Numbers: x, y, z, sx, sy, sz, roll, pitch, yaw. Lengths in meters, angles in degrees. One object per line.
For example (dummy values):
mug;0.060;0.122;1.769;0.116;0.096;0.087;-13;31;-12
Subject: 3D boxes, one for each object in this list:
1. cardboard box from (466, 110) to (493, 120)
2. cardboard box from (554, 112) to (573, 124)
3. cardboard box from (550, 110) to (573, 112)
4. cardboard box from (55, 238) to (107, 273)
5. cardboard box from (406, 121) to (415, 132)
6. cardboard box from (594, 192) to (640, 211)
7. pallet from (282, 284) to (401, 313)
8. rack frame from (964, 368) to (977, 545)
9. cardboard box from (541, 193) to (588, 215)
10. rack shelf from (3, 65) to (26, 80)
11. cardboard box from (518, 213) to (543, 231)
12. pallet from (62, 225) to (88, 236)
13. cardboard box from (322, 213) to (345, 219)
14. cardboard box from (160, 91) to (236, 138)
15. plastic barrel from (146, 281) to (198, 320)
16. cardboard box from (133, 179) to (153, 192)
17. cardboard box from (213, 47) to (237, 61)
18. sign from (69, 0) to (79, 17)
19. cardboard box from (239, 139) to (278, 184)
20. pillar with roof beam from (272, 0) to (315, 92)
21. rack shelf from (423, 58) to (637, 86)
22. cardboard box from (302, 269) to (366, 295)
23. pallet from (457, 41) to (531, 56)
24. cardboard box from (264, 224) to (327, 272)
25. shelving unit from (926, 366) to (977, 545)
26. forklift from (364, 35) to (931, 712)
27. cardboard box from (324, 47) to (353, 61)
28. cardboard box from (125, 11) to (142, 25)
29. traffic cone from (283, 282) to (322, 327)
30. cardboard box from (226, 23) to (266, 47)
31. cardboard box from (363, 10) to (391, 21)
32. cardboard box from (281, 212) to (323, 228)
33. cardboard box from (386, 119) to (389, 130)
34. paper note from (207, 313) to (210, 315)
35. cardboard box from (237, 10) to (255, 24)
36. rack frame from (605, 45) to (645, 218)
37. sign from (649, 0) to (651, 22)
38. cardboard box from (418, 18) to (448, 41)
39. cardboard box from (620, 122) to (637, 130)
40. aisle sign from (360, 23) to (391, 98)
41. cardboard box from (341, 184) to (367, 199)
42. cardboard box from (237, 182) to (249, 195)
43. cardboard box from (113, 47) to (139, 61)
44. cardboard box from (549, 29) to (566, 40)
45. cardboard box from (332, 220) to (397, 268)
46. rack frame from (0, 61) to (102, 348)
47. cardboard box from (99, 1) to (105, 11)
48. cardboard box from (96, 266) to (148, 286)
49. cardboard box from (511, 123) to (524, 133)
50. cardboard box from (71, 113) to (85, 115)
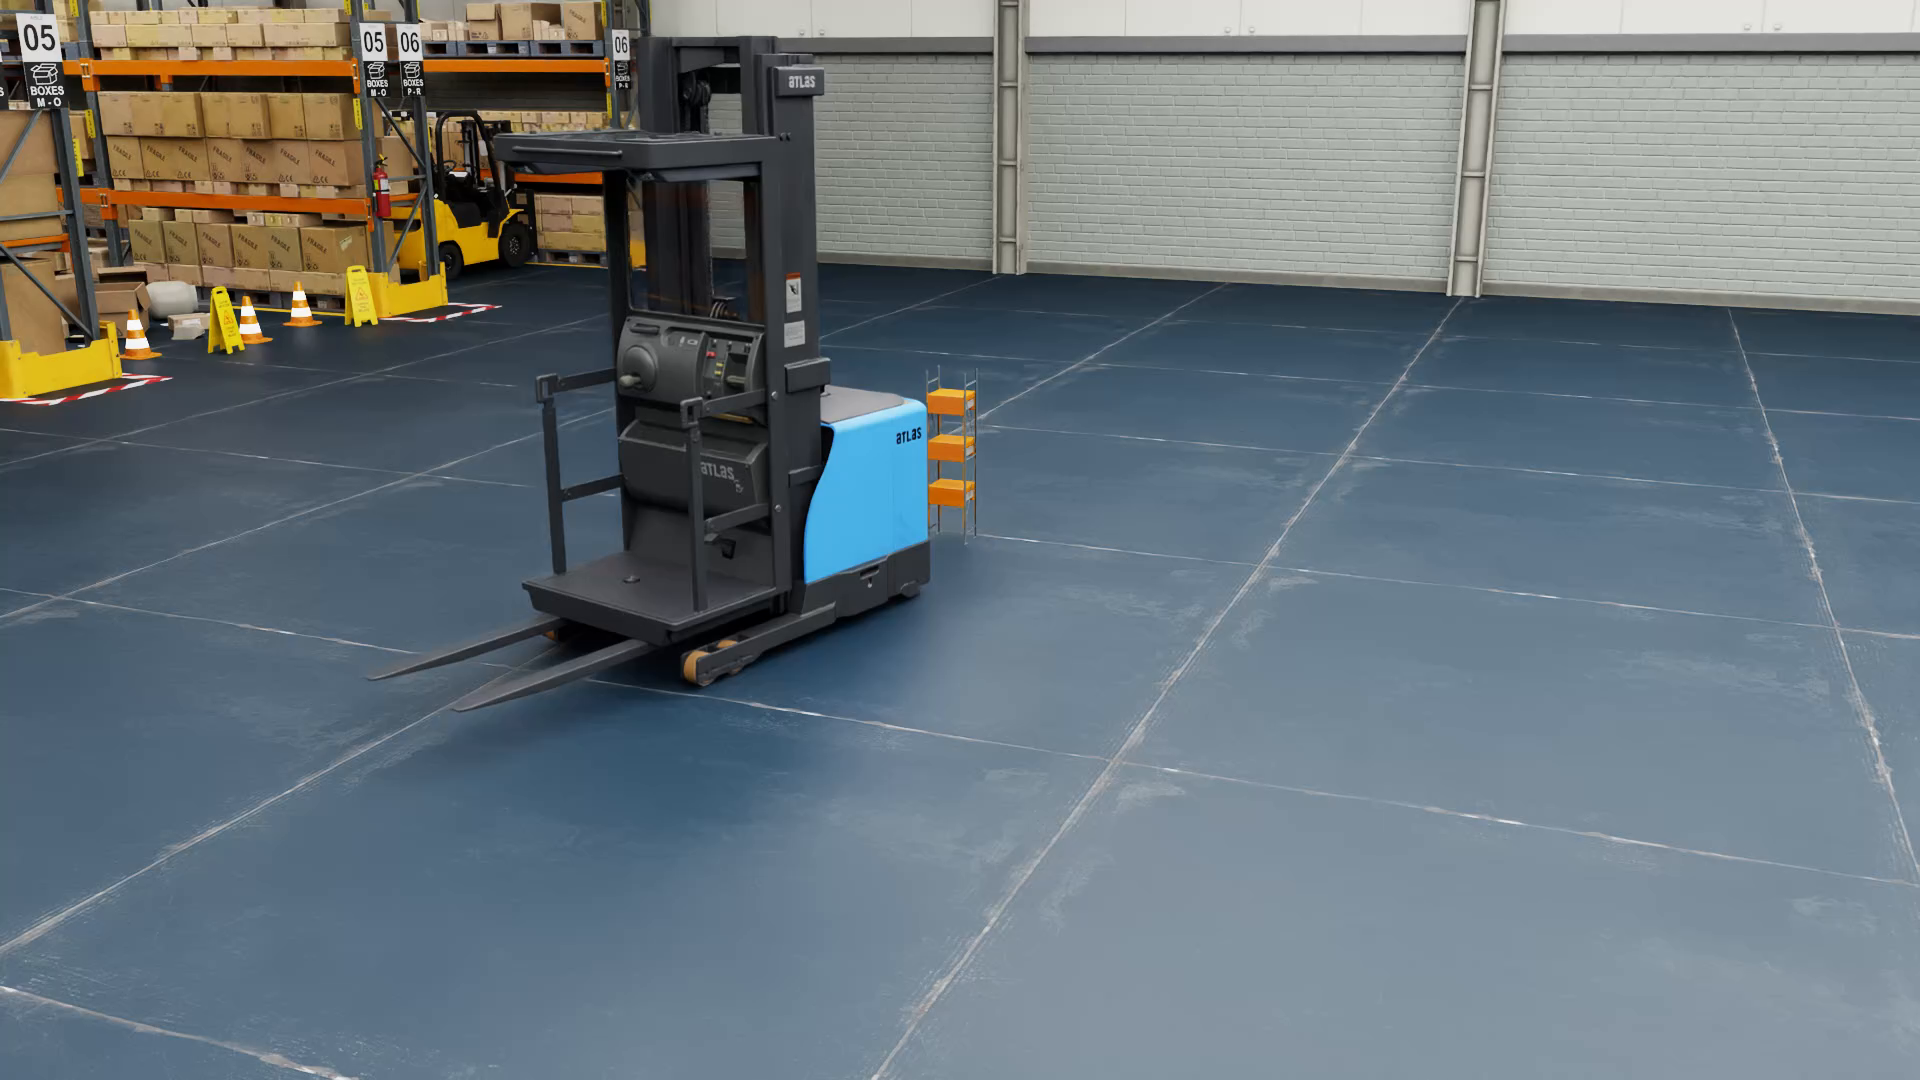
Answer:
cardboard box;-6.889;-6.099;23.925;0.250;0.149;0.380;6;17;20
cardboard box;-5.488;-5.929;23.341;0.250;0.149;0.380;7;17;22
cardboard box;-5.778;-6.109;23.959;0.250;0.149;0.380;7;18;22
cardboard box;-11.281;-3.595;21.136;0.625;0.372;0.950;7;18;24
cardboard box;-7.862;-6.050;24.289;0.250;0.149;0.380;7;17;22
cardboard box;-4.961;-4.868;23.945;0.500;0.250;0.500;6;17;20
pallet;-7.214;-2.881;19.719;1.213;0.211;1.003;6;17;21
rack frame;0.064;-0.497;10.003;0.008;1.050;0.200;6;17;21
cardboard box;-5.603;-4.786;23.665;0.500;0.250;0.500;7;17;22
rack shelf;-9.983;-4.126;14.915;4.000;0.370;1.077;6;17;21
cardboard box;-6.101;-4.599;23.918;0.500;0.250;0.500;6;17;19
pallet;-14.975;-5.223;27.786;1.213;0.211;1.003;6;17;21
cardboard box;-9.512;-5.010;25.558;0.625;0.625;0.875;6;17;20
cardboard box;-8.868;-4.983;19.451;0.500;0.500;0.700;6;17;19
plastic barrel;-8.878;-2.702;18.720;0.512;0.421;0.421;-9;18;-27
cardboard box;-9.692;-4.281;19.990;0.250;0.149;0.380;7;18;22
cardboard box;-8.280;-5.550;18.980;0.250;0.149;0.380;6;17;20
sign;-10.322;-6.263;19.353;0.005;0.325;0.100;6;17;21
cardboard box;-7.935;-4.400;19.235;0.500;0.500;0.500;6;17;20
pillar with roof beam;-12.061;-8.091;21.904;0.400;9.000;9.100;6;17;21
rack shelf;-6.443;-6.708;23.808;4.000;0.370;1.077;6;17;21
cardboard box;-7.274;-3.017;19.364;0.500;0.250;0.500;6;17;20
pallet;-6.370;-7.009;23.716;1.213;0.211;1.003;6;17;21
cardboard box;-7.728;-3.428;19.436;0.500;0.500;0.500;7;18;23
shelving unit;-0.050;-0.510;10.046;0.252;1.050;0.215;6;17;21
forklift;-1.447;-0.875;7.929;1.130;2.935;3.031;12;20;35
cardboard box;-6.835;-5.404;18.478;0.250;0.149;0.380;6;17;21
cardboard box;-9.454;-6.067;19.332;0.250;0.149;0.380;6;17;19
traffic cone;-7.274;-2.611;18.339;0.334;0.463;0.336;6;17;21
cardboard box;-7.927;-5.718;18.843;0.500;0.250;0.500;7;18;22
cardboard box;-6.656;-5.912;18.799;0.250;0.149;0.380;6;17;20
cardboard box;-7.608;-3.707;19.234;0.250;0.149;0.380;7;18;22
cardboard box;-8.703;-6.154;24.649;0.250;0.149;0.380;7;18;23
paper note;-8.594;-2.595;19.059;0.148;0.019;0.142;0;16;1
cardboard box;-7.969;-5.938;18.889;0.250;0.149;0.380;6;17;19
rack frame;-4.583;-5.408;23.422;0.127;3.000;1.000;6;17;21
sign;-4.374;-7.450;23.364;0.005;0.325;0.100;6;17;21
cardboard box;-7.619;-7.316;23.842;0.500;0.311;0.500;7;17;22
cardboard box;-4.803;-5.869;23.668;0.250;0.149;0.380;6;17;19
aisle sign;-6.449;-5.287;18.342;0.004;0.787;0.394;6;17;21
cardboard box;-6.827;-3.982;18.962;0.250;0.149;0.380;7;18;22
cardboard box;-8.242;-4.144;19.518;0.250;0.149;0.380;6;17;21
cardboard box;-9.700;-5.712;19.539;0.250;0.149;0.380;6;17;21
cardboard box;-5.465;-6.983;22.987;0.250;0.149;0.380;6;17;19
cardboard box;-7.072;-3.518;19.745;0.500;0.500;0.500;6;17;19
rack frame;-8.123;-2.826;14.528;0.127;3.000;1.000;6;17;21
cardboard box;-10.986;-6.552;20.600;0.500;0.250;0.500;6;17;19
cardboard box;-9.624;-2.868;19.150;0.500;0.500;0.500;-9;18;-27
cardboard box;-6.211;-5.855;23.619;0.250;0.149;0.380;6;17;21
cardboard box;-10.919;-5.095;20.879;0.500;0.500;0.500;6;17;21
